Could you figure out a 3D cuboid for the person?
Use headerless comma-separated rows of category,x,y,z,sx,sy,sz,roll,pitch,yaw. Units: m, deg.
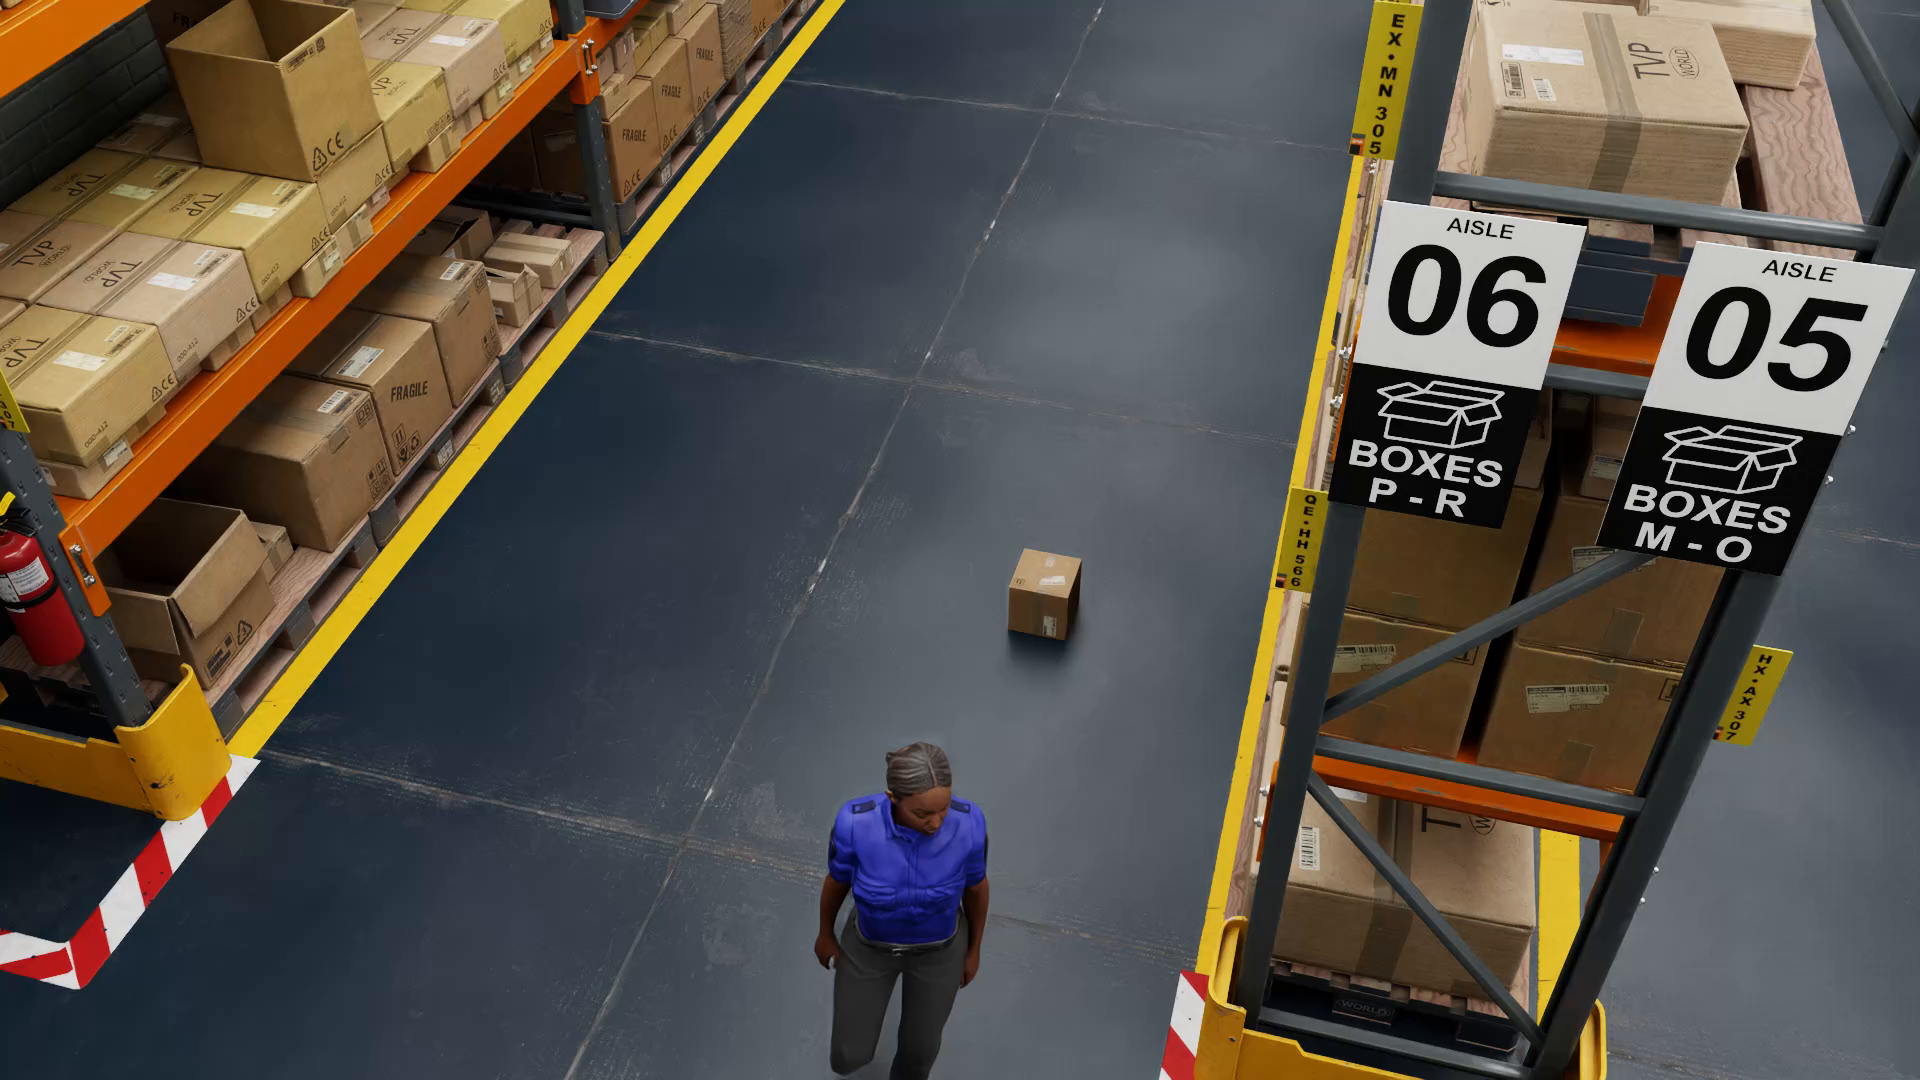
person,-0.172,1.160,4.814,0.512,1.642,0.473,-1,41,-1
